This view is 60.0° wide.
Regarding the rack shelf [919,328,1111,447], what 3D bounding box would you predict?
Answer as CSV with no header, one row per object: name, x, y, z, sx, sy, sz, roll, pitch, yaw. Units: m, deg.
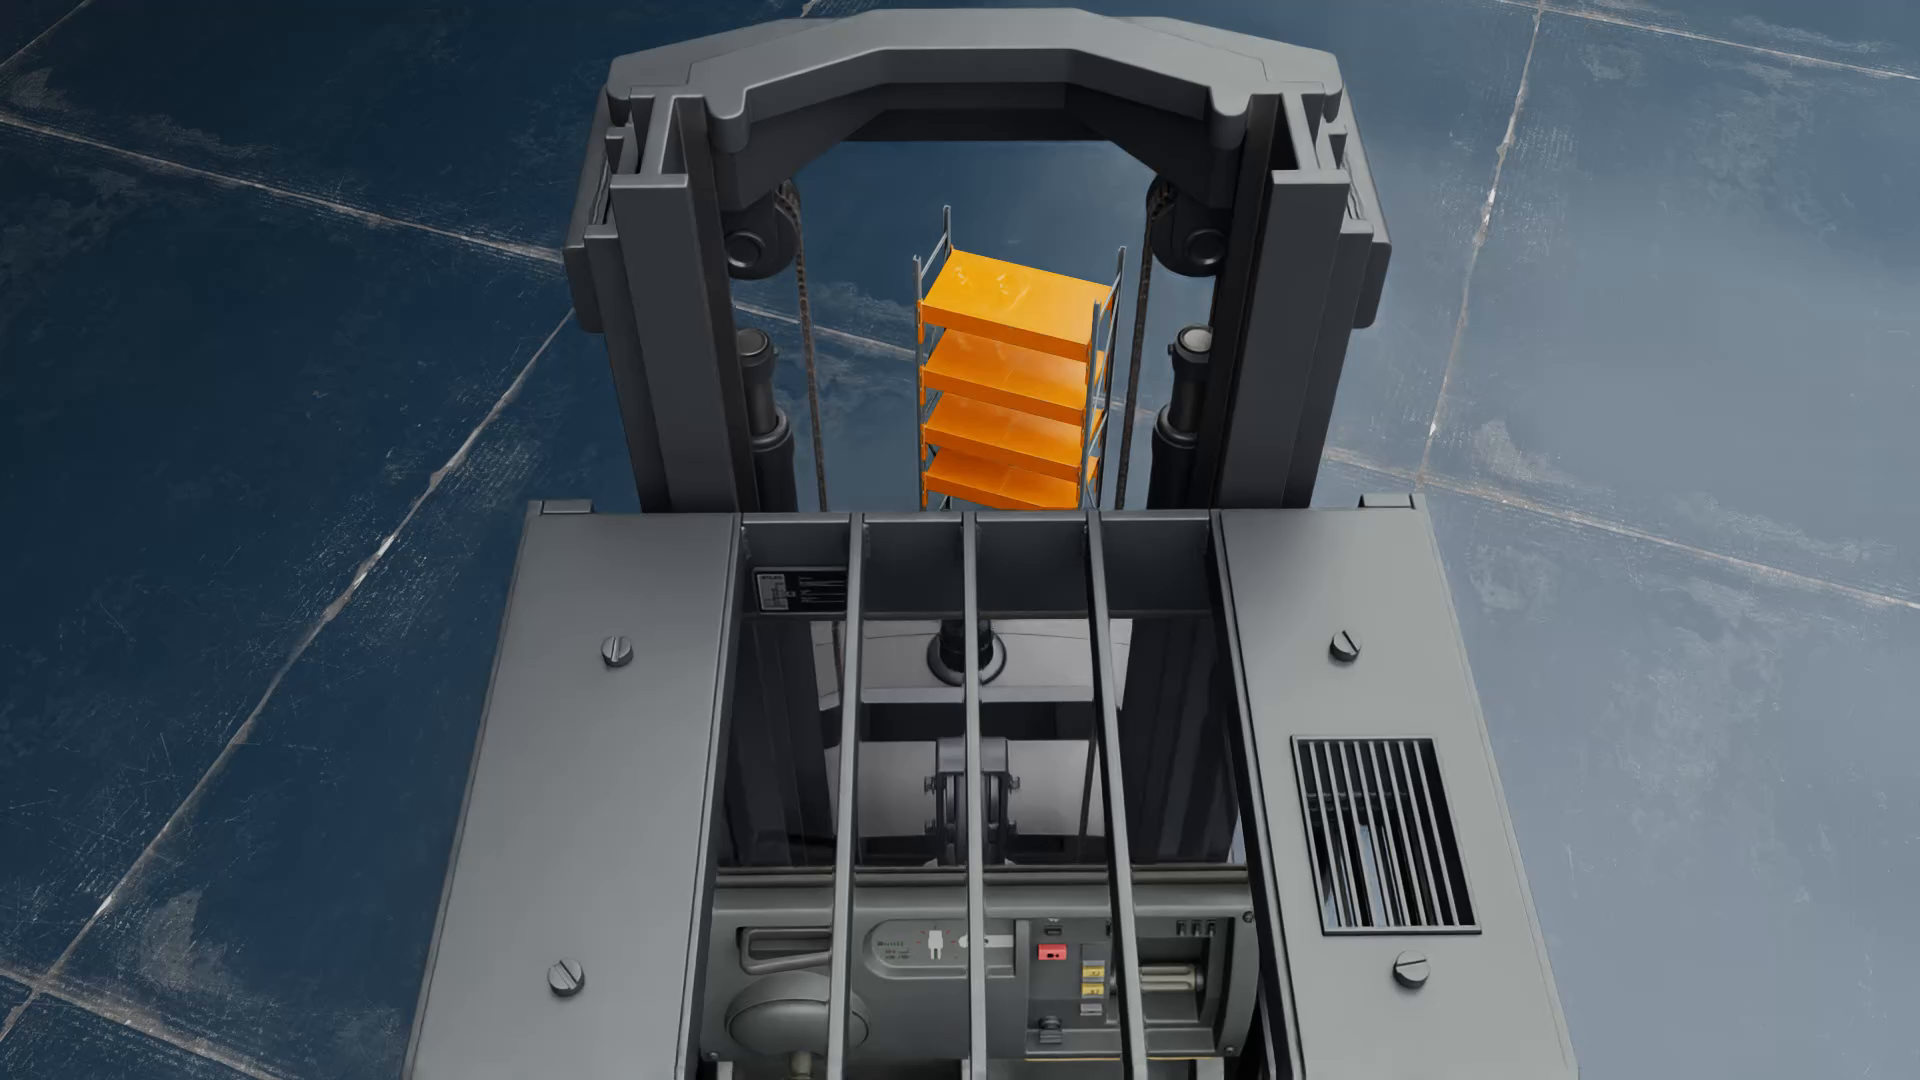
rack shelf,0.155,-0.452,4.641,0.480,0.148,0.258,16,51,13

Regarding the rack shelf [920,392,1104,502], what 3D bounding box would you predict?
rack shelf,0.155,-0.306,4.810,0.480,0.148,0.258,16,51,13

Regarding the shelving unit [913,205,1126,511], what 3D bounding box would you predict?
shelving unit,0.155,-0.350,4.759,0.503,1.200,0.258,16,51,13

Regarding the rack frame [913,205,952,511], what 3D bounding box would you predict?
rack frame,-0.074,-0.414,4.814,0.015,1.200,0.240,16,51,13

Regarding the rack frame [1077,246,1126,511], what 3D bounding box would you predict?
rack frame,0.384,-0.286,4.704,0.015,1.200,0.240,16,51,13

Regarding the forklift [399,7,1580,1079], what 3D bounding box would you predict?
forklift,0.024,0.851,2.572,1.130,2.935,3.031,0,49,0

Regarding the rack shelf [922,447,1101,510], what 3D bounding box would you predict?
rack shelf,0.155,-0.176,4.960,0.480,0.148,0.258,16,51,13

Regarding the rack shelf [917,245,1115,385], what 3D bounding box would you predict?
rack shelf,0.155,-0.607,4.462,0.480,0.148,0.258,16,51,13
